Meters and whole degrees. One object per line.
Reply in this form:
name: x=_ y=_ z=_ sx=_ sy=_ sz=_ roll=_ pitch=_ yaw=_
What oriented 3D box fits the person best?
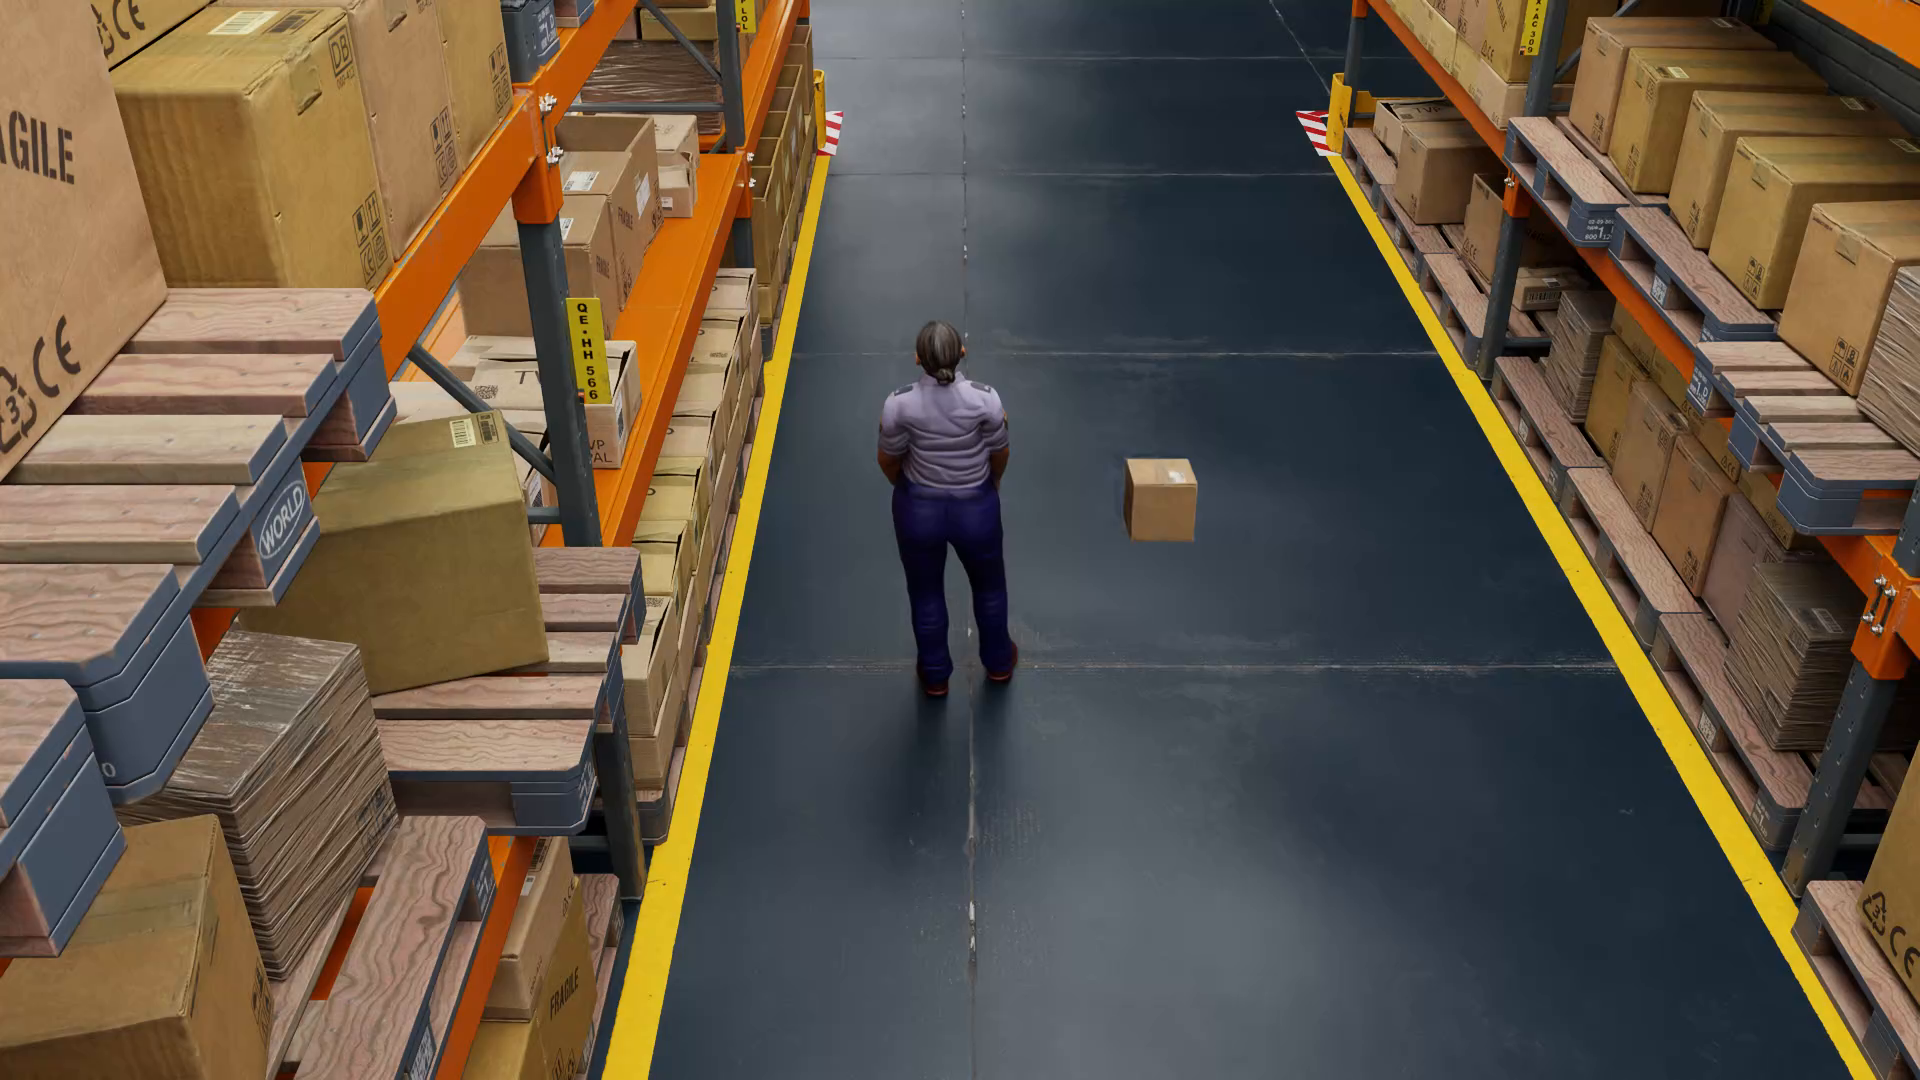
person: x=-0.007 y=0.124 z=6.529 sx=0.504 sy=1.027 sz=0.480 roll=0 pitch=32 yaw=-1
